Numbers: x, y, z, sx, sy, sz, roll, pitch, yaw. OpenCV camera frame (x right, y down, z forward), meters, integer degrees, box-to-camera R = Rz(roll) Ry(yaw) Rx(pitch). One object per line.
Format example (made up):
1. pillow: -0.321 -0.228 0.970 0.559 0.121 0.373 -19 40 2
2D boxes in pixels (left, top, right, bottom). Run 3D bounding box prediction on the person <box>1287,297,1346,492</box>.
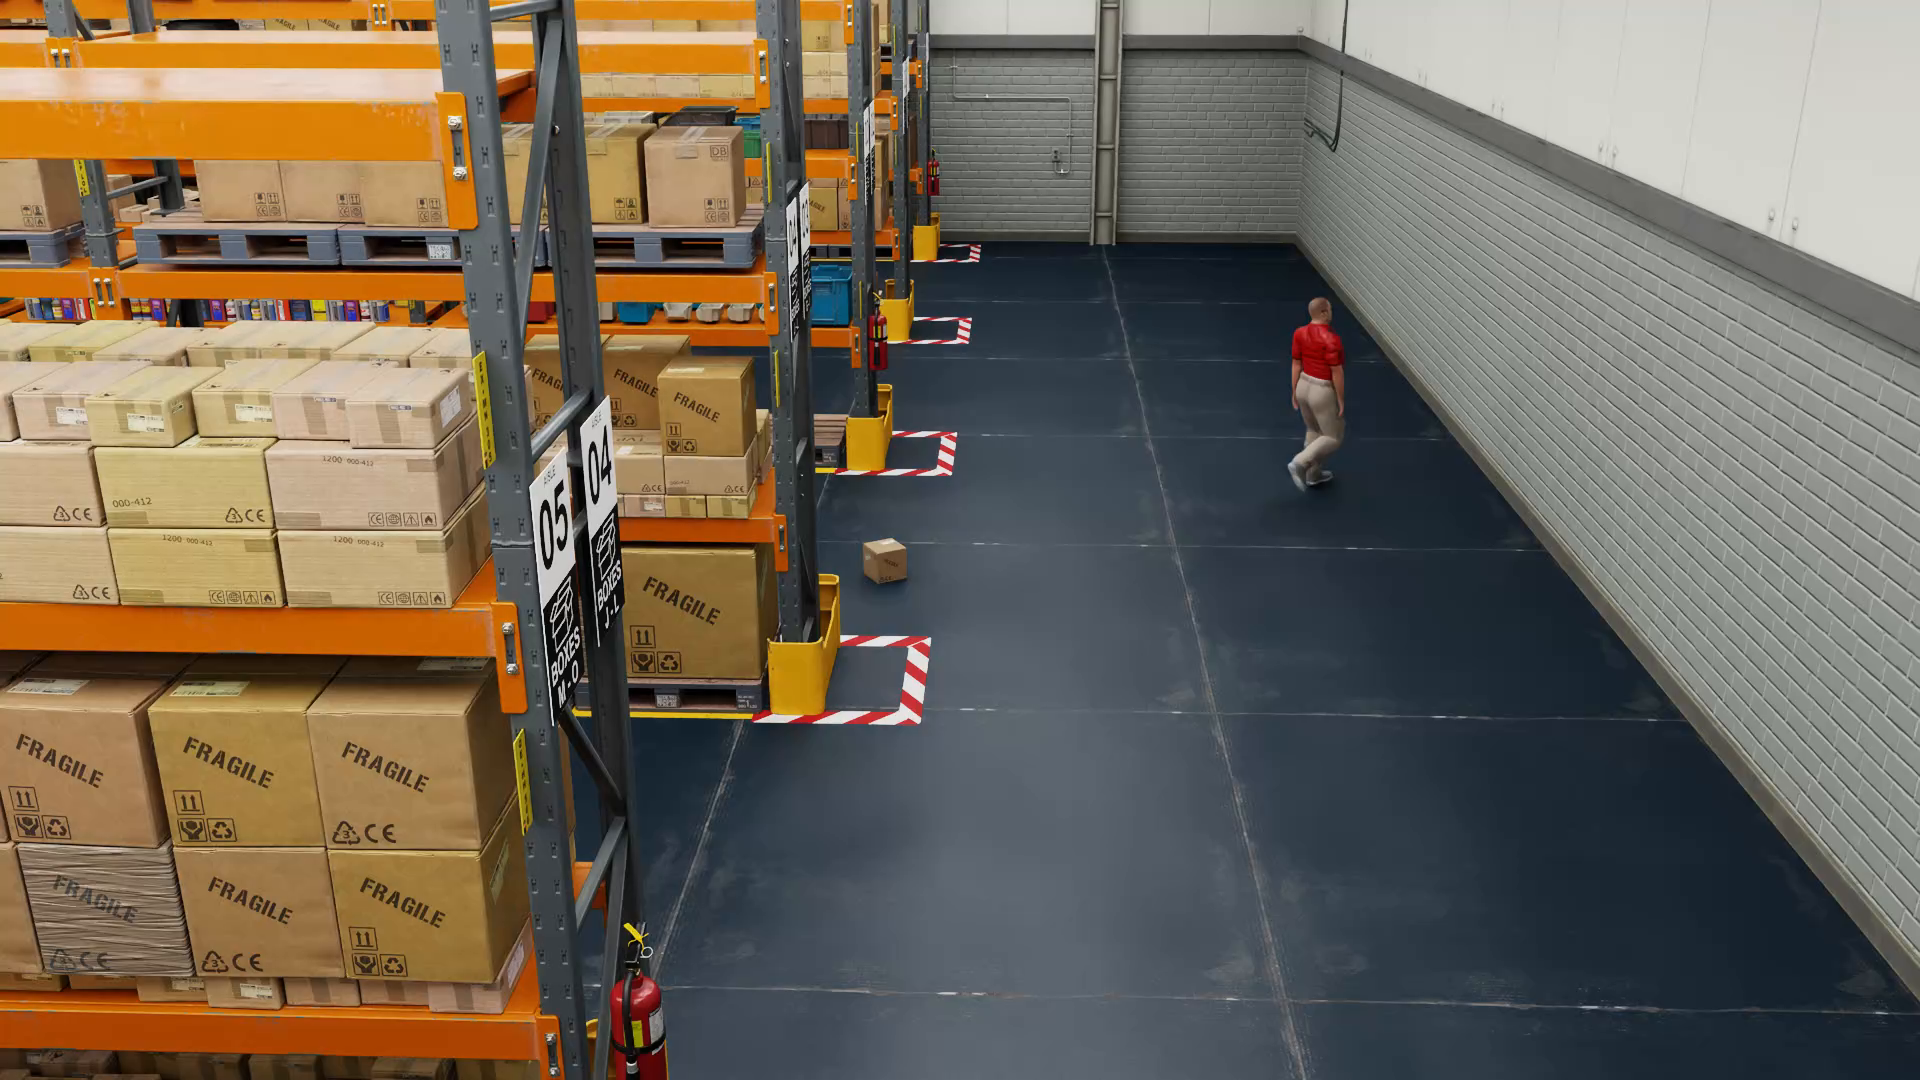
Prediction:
1. person: 3.083 -1.253 14.377 0.735 1.697 0.551 -13 24 -31
